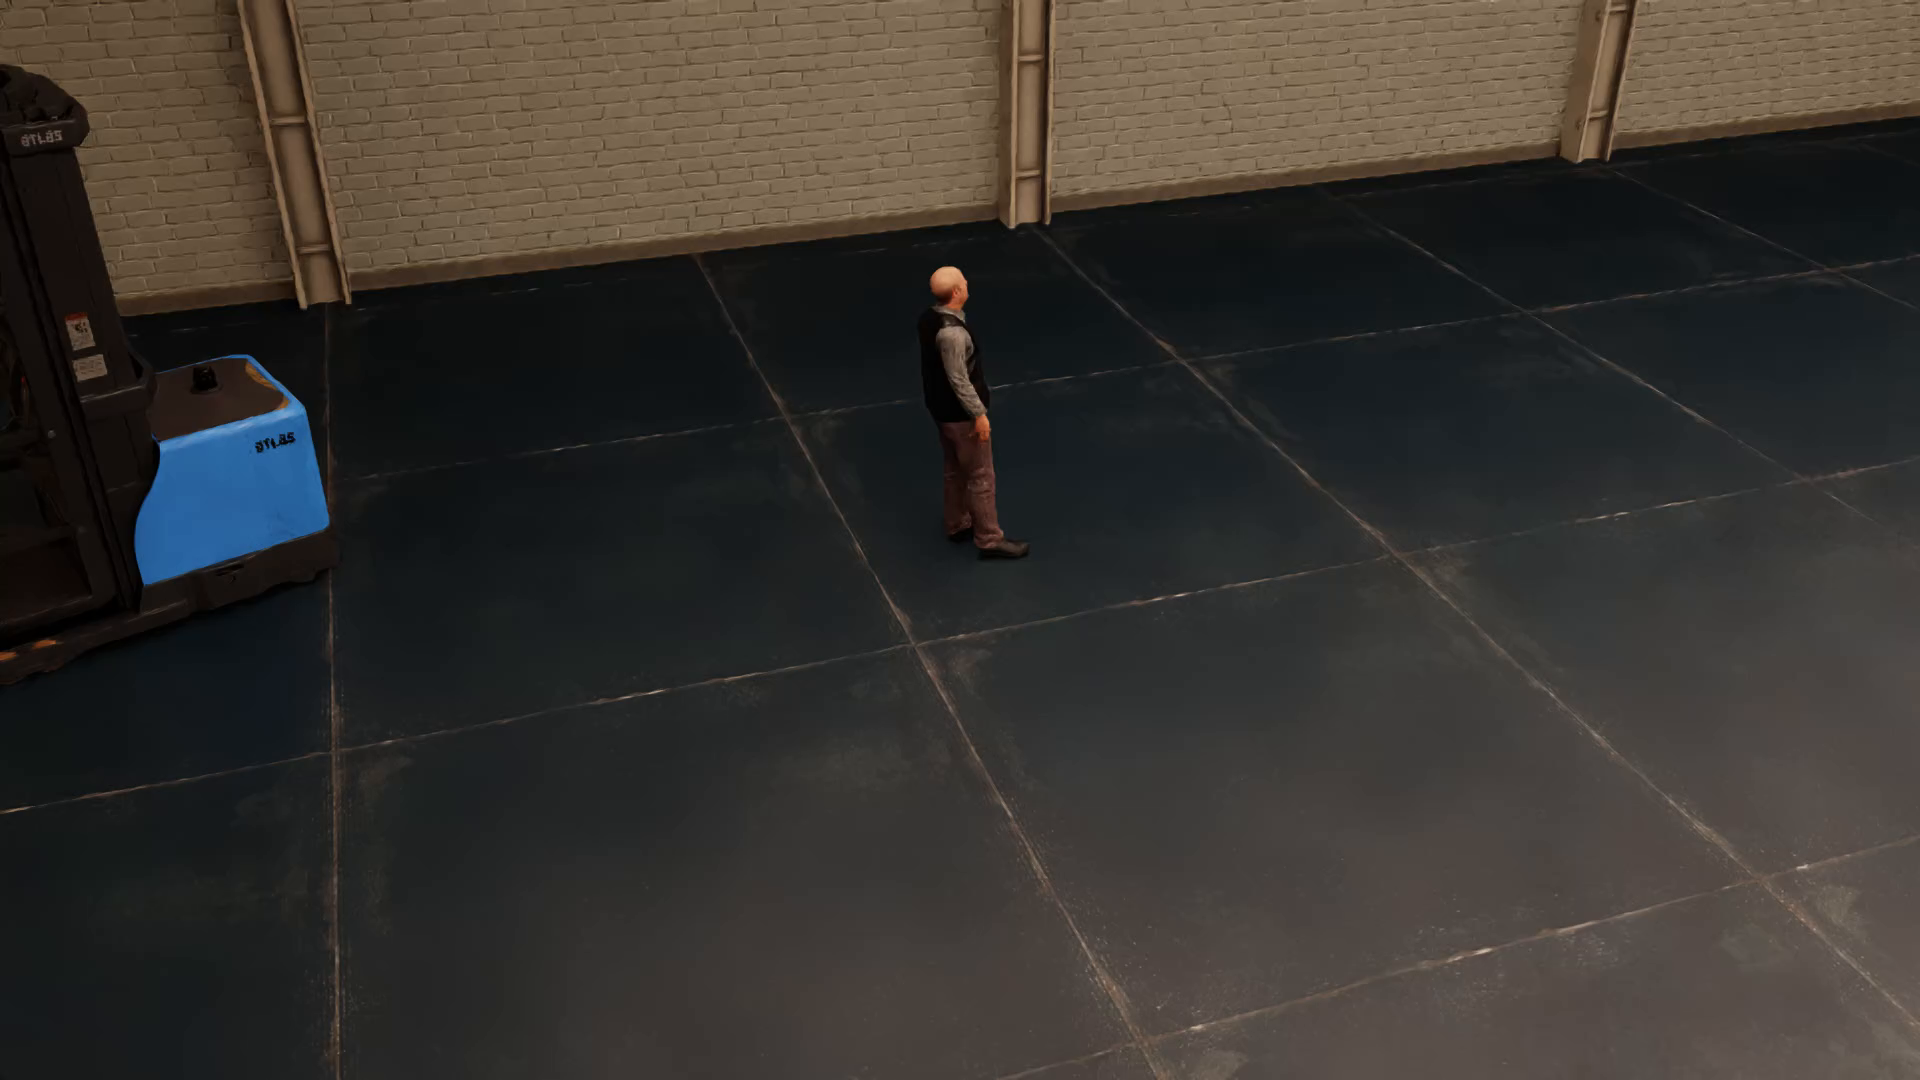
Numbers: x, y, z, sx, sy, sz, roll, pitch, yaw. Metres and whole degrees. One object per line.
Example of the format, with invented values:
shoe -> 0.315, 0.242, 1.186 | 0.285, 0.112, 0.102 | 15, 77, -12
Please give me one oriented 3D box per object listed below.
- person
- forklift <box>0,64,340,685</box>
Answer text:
person -> 0.062, -0.759, 9.604 | 0.567, 1.720, 0.632 | -10, 31, -16
forklift -> -5.076, -0.812, 8.497 | 3.031, 2.935, 1.130 | -22, 36, -33
